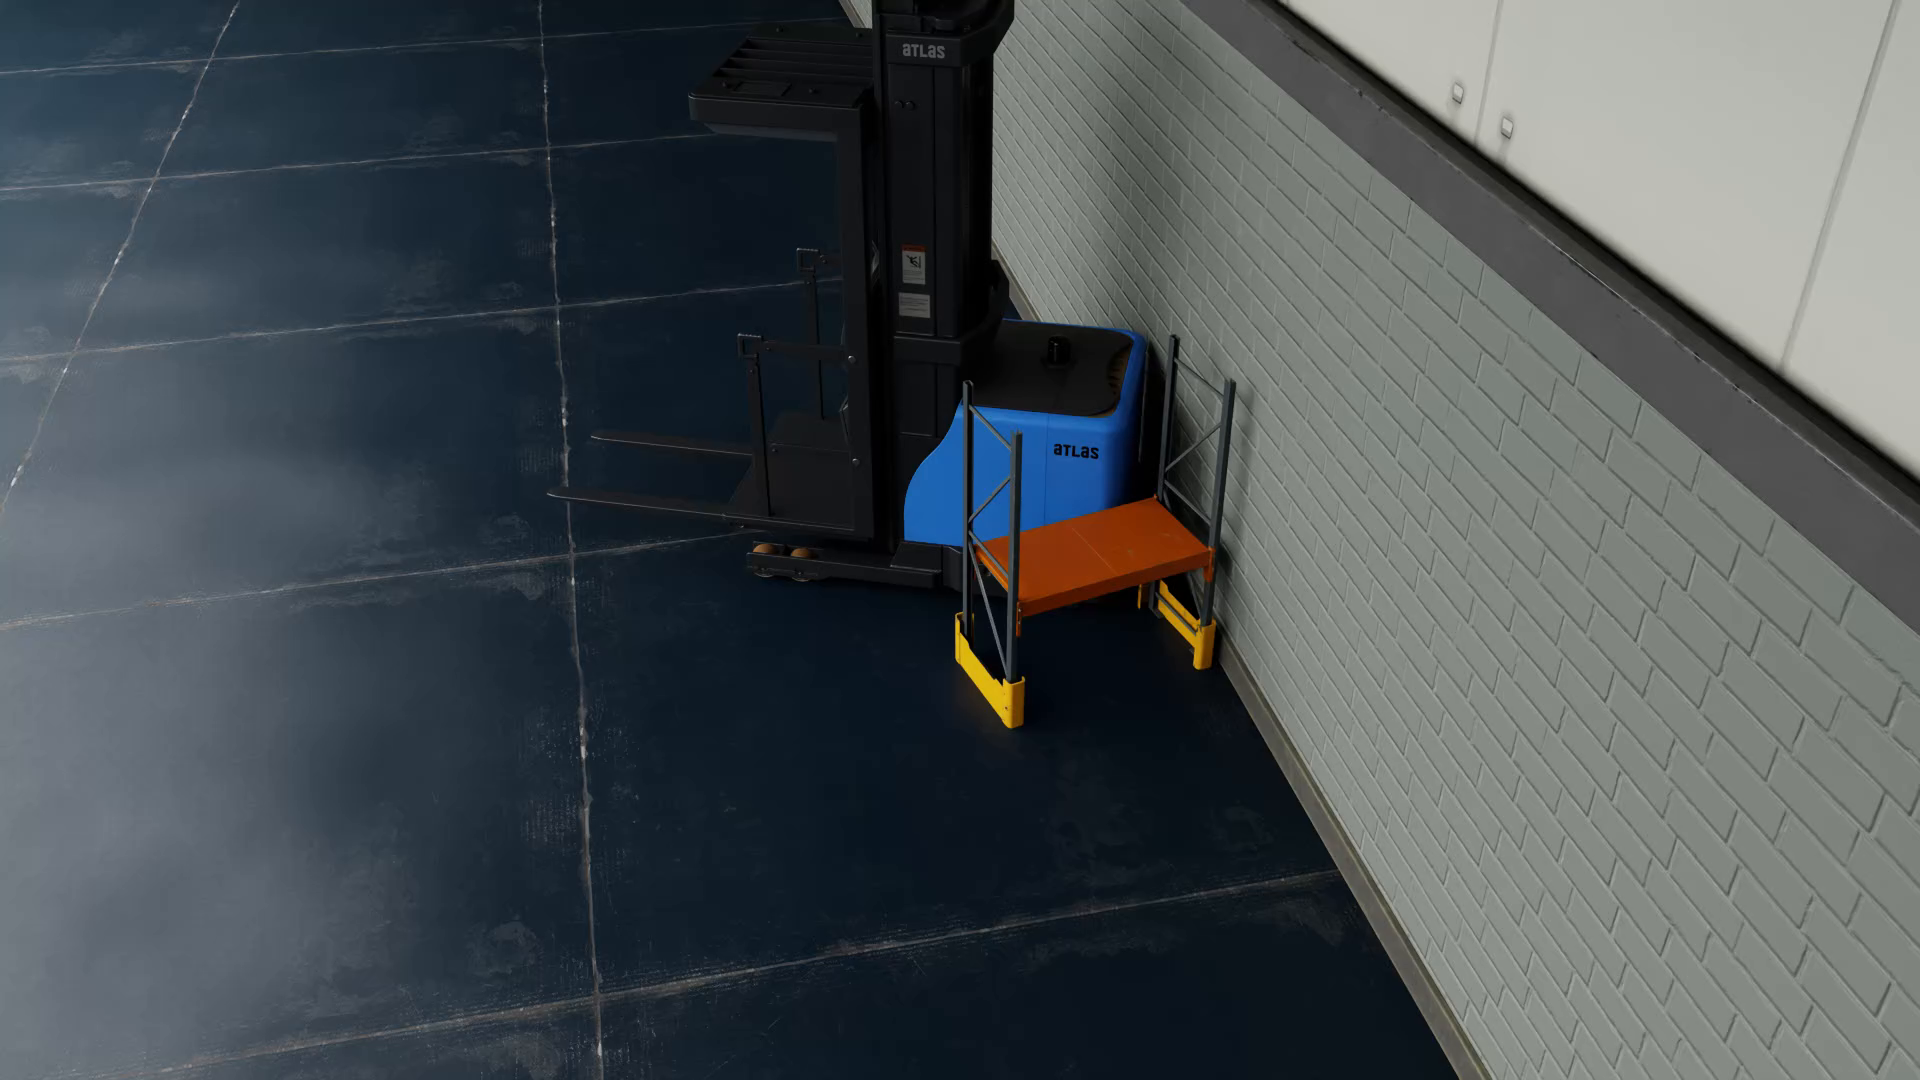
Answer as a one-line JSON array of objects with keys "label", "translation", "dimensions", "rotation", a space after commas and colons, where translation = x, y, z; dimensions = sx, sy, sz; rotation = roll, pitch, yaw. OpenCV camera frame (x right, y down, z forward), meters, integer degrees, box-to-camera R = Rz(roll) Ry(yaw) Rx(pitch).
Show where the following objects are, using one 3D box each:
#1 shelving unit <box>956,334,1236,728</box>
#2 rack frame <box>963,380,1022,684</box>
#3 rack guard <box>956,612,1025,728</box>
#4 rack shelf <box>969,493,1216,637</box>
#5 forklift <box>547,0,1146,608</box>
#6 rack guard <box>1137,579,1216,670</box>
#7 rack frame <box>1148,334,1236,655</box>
[{"label": "shelving unit", "translation": [0.585, -0.046, 7.473], "dimensions": [1.083, 1.500, 0.587], "rotation": [-15, 37, -21]}, {"label": "rack frame", "translation": [0.133, 0.072, 7.297], "dimensions": [0.032, 1.500, 0.500], "rotation": [-15, 37, -21]}, {"label": "rack guard", "translation": [0.134, 0.590, 7.646], "dimensions": [0.087, 0.250, 0.587], "rotation": [-15, 37, -21]}, {"label": "rack shelf", "translation": [0.593, 0.101, 7.577], "dimensions": [1.000, 0.185, 0.538], "rotation": [-15, 37, -21]}, {"label": "forklift", "translation": [-0.616, -1.287, 8.037], "dimensions": [3.031, 2.935, 1.130], "rotation": [6, 34, 9]}, {"label": "rack guard", "translation": [1.036, 0.355, 7.997], "dimensions": [0.087, 0.250, 0.587], "rotation": [-15, 37, -21]}, {"label": "rack frame", "translation": [1.053, -0.169, 7.655], "dimensions": [0.032, 1.500, 0.500], "rotation": [-15, 37, -21]}]
